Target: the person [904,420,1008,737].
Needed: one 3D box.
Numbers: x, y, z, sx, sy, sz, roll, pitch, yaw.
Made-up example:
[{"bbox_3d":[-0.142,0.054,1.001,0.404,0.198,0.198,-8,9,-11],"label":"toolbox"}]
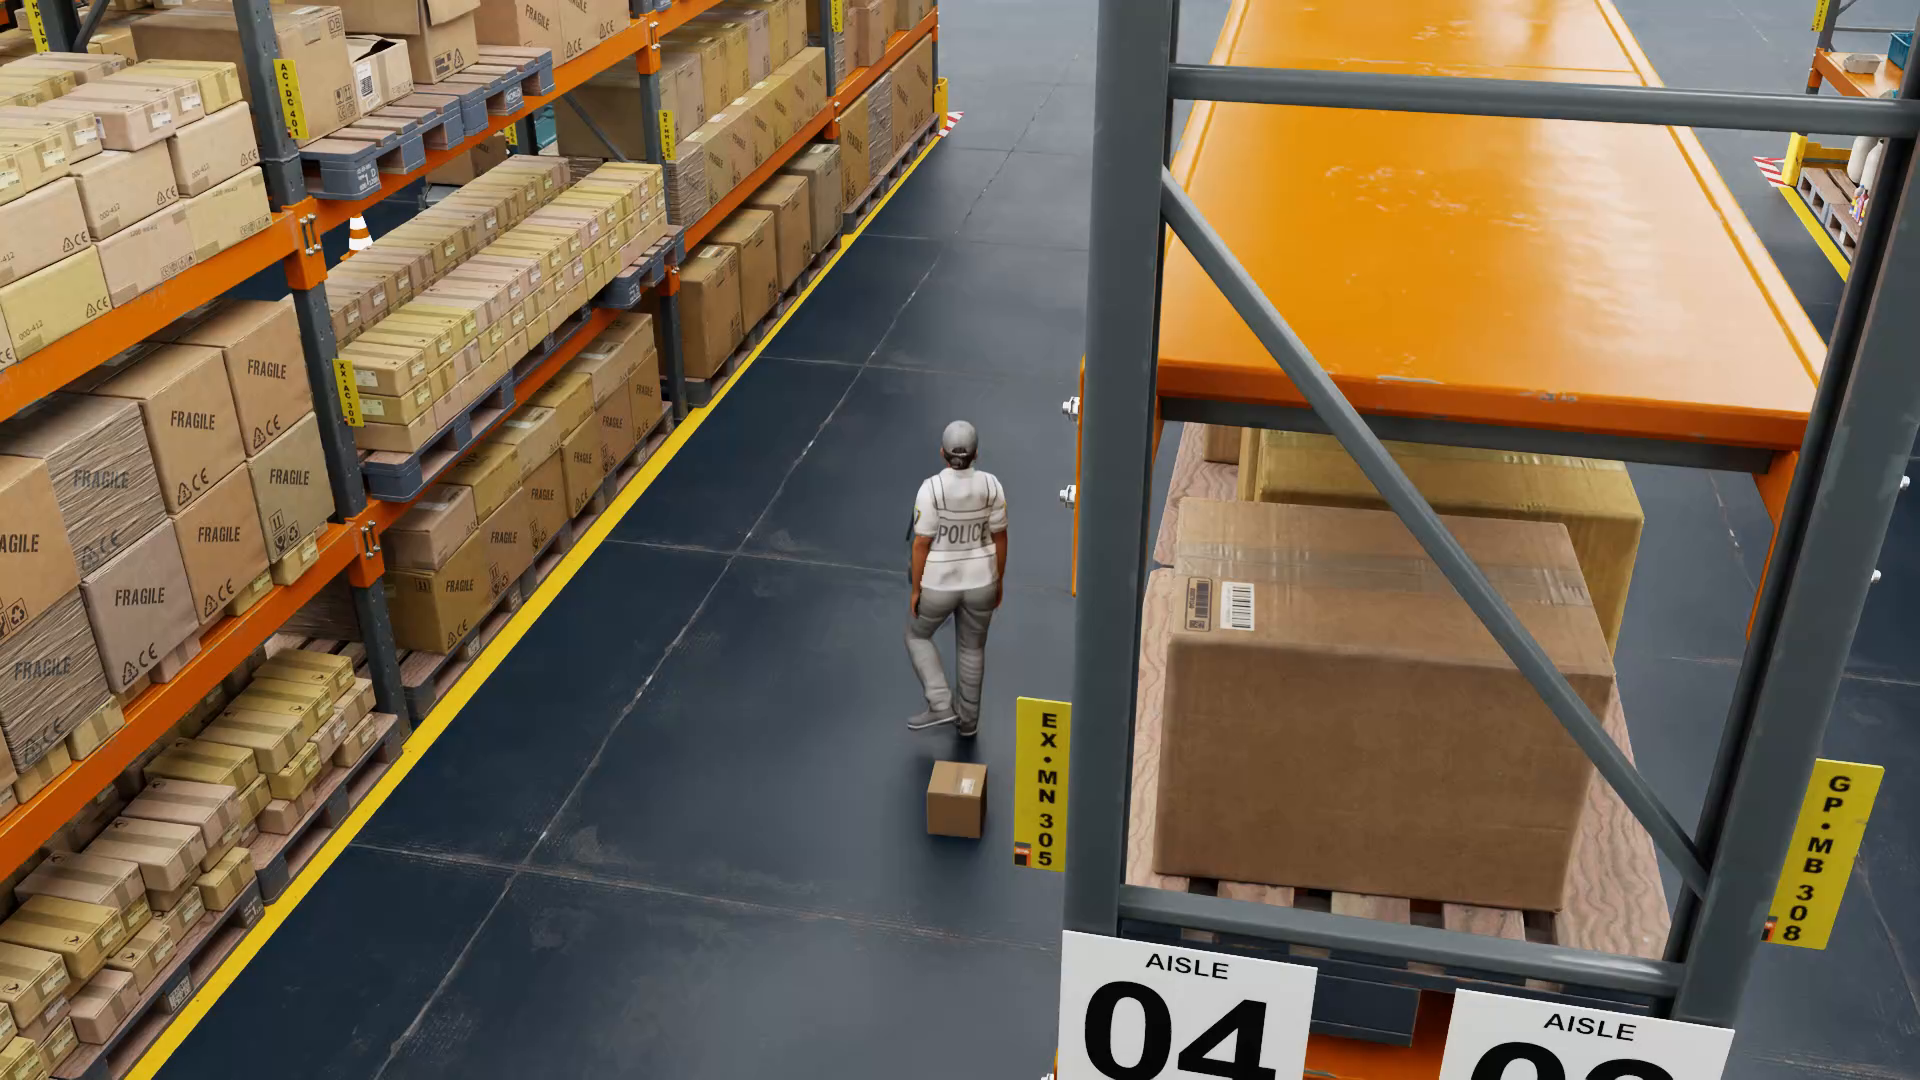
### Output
[{"bbox_3d":[-0.029,0.221,8.199,0.553,1.656,0.540,-8,30,-15],"label":"person"}]
